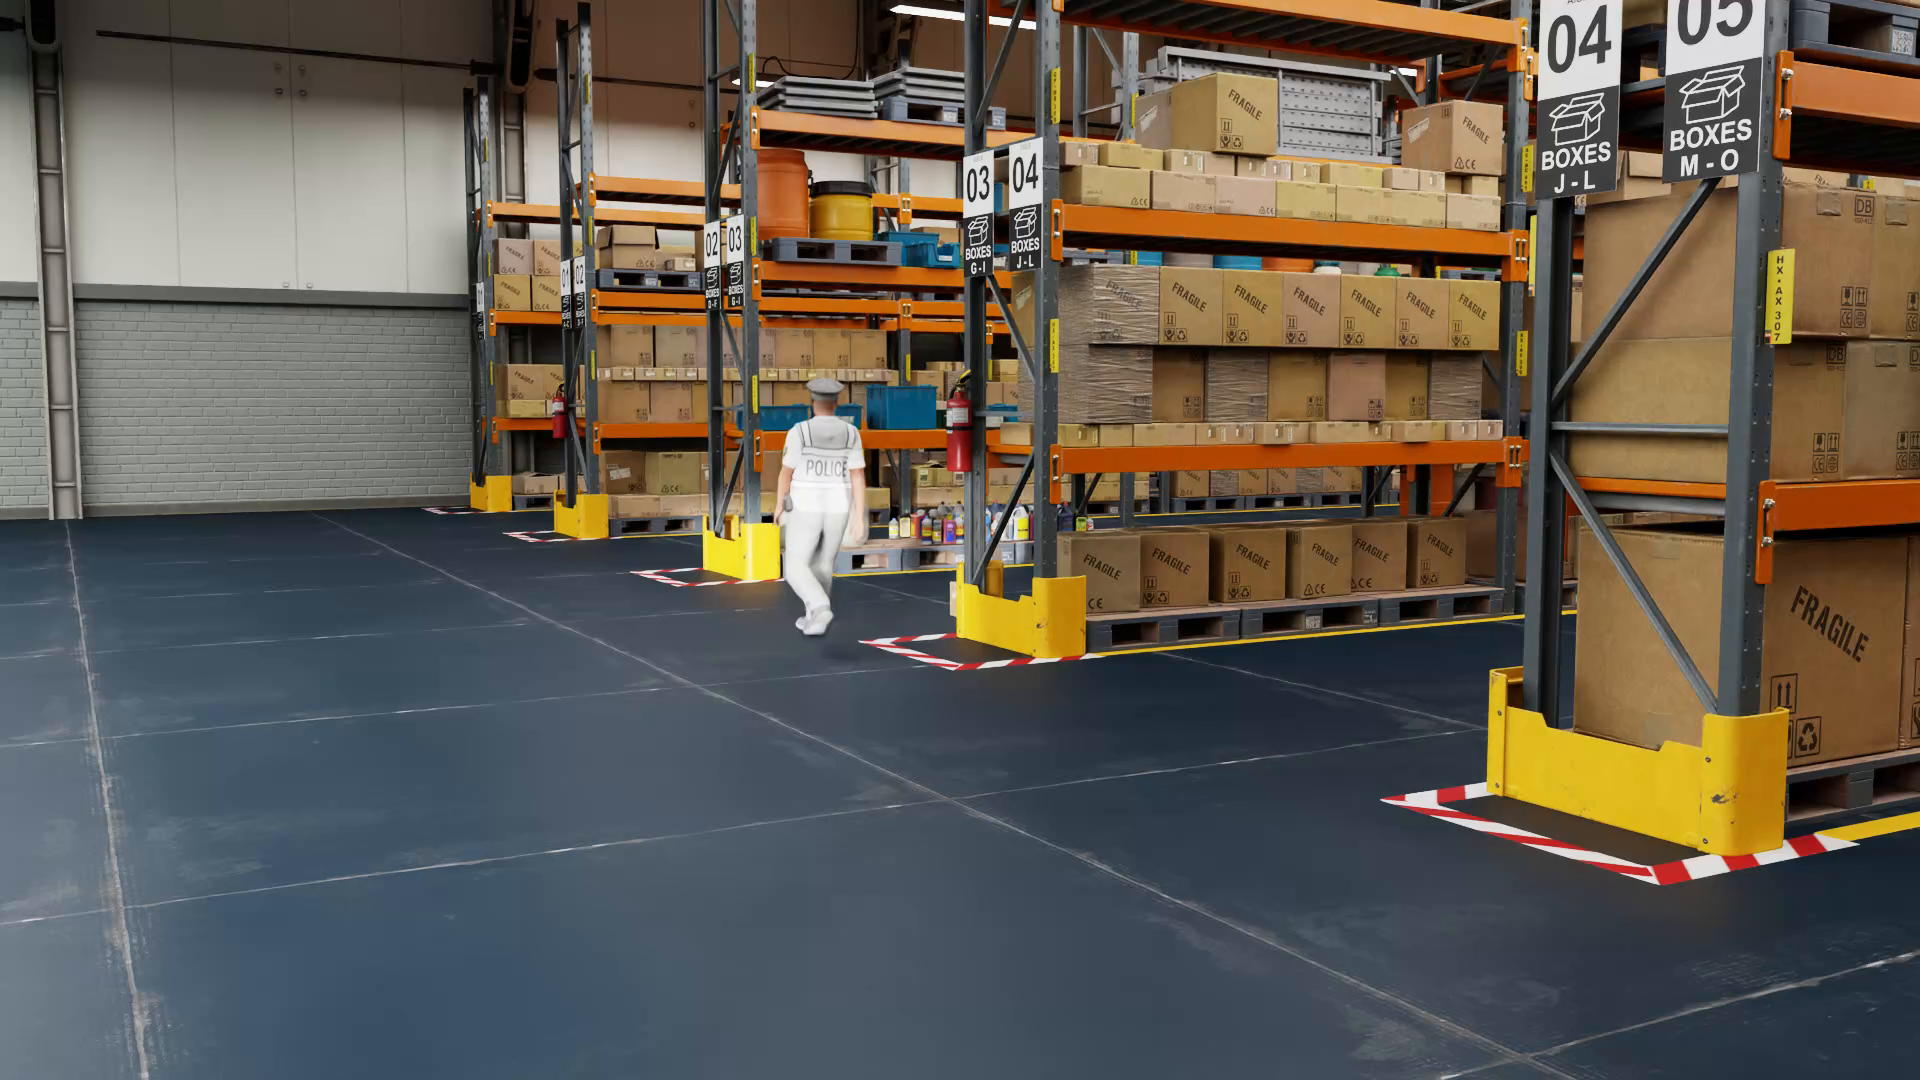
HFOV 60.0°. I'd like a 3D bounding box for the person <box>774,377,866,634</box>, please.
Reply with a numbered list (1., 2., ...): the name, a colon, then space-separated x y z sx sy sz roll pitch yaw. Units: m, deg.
1. person: -0.926 -0.210 10.952 0.540 1.714 0.938 -3 6 -27
